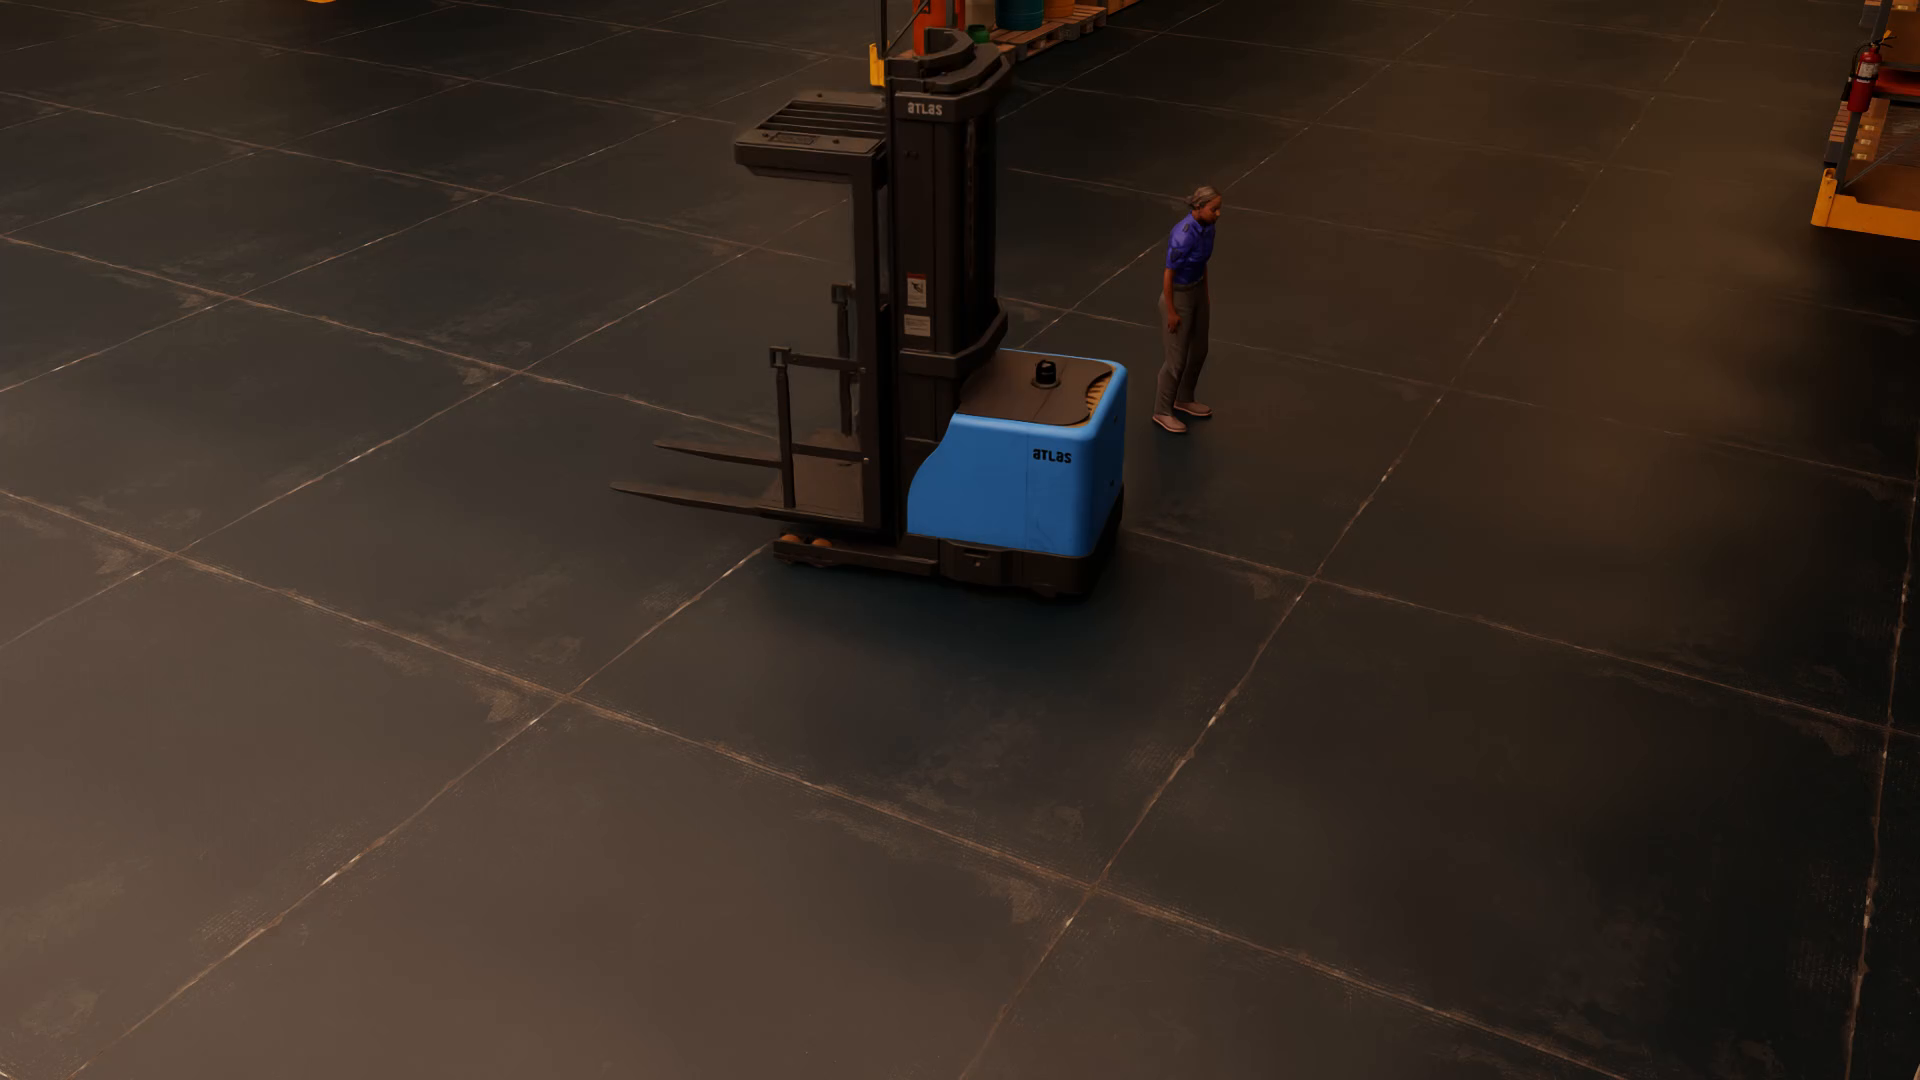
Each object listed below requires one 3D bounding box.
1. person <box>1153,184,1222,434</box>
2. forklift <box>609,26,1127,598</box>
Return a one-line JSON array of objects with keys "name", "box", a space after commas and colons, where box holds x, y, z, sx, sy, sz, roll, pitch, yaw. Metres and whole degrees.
[{"name": "person", "box": [1.518, -1.561, 11.070, 0.350, 1.638, 0.512, 22, 36, 32]}, {"name": "forklift", "box": [-0.593, -1.349, 9.409, 3.031, 2.935, 1.130, 8, 31, 14]}]
